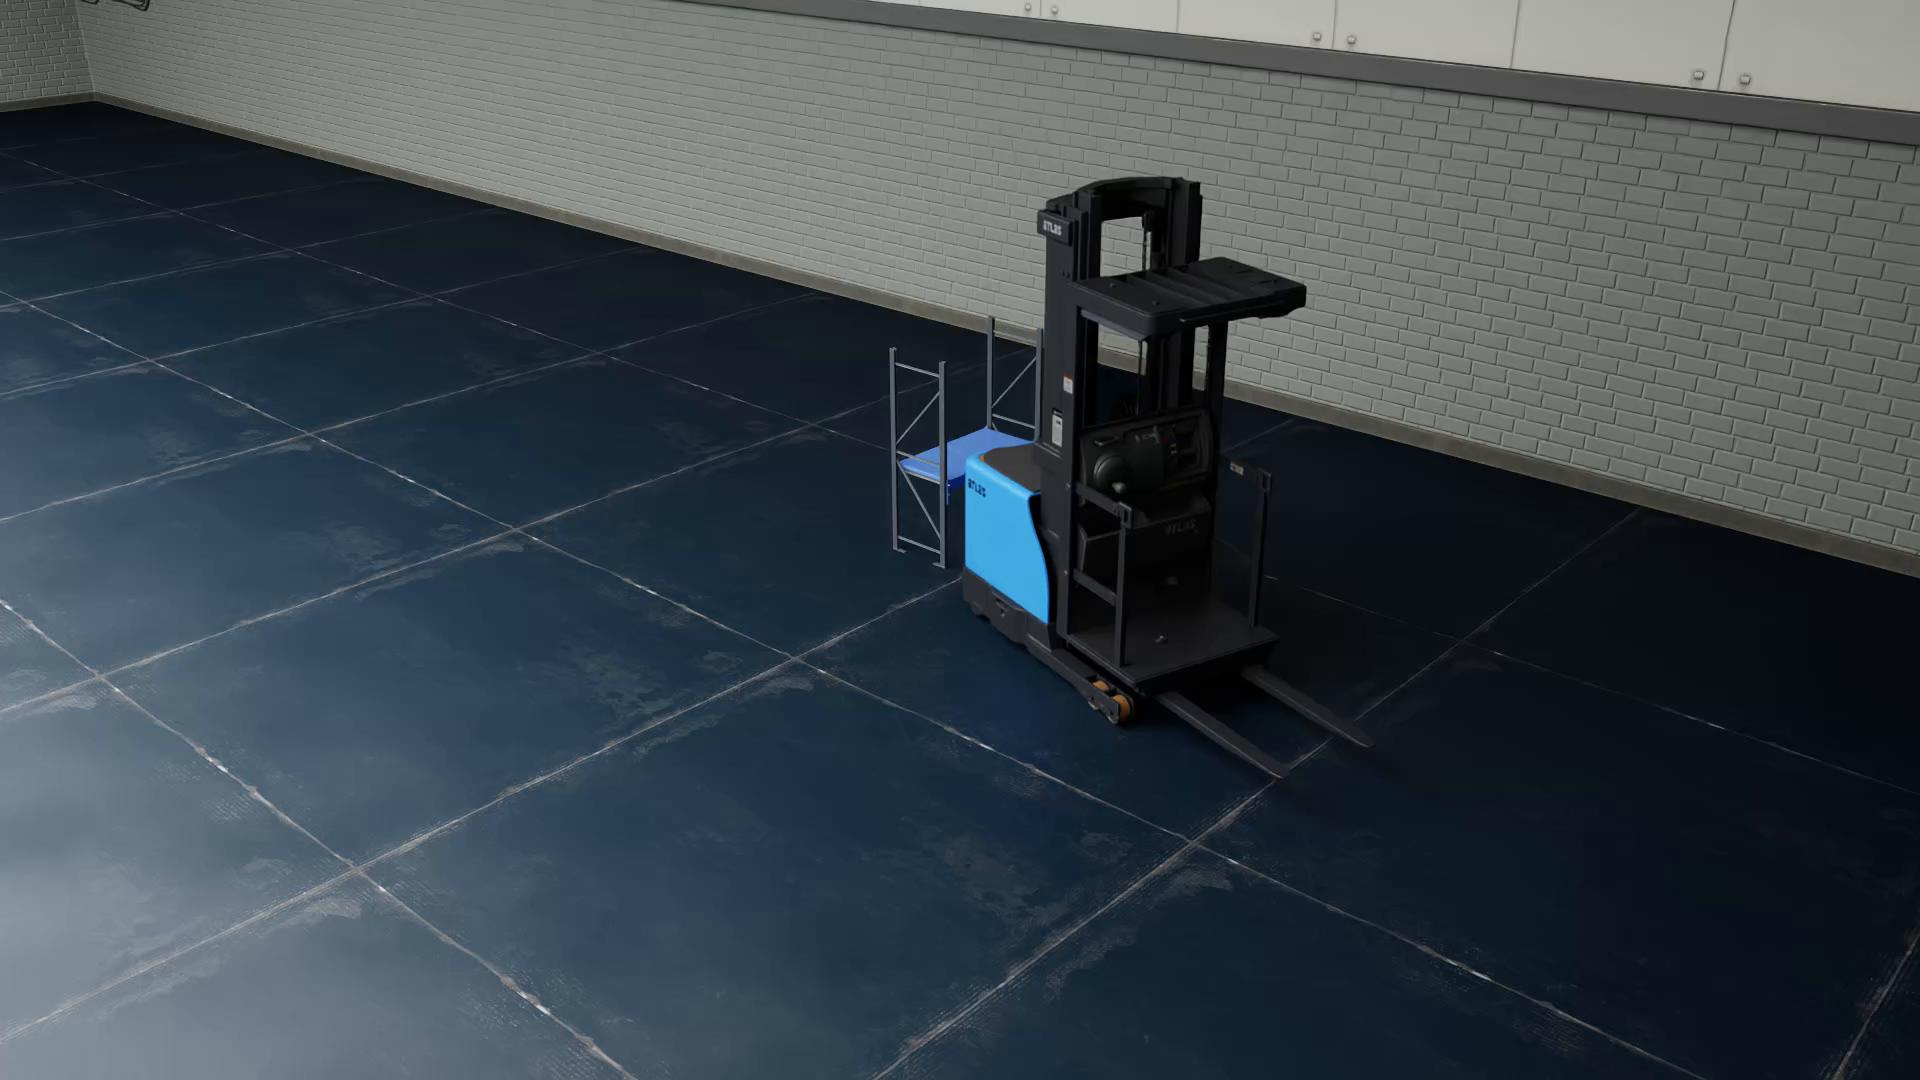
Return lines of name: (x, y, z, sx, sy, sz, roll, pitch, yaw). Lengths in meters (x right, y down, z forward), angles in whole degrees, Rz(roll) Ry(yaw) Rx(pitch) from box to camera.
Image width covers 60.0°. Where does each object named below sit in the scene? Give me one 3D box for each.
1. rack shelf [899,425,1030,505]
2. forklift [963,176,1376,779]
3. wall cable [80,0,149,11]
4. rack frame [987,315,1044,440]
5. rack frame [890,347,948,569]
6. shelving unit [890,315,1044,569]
rack shelf: (0.057, -0.546, 11.874, 0.538, 0.185, 1.000, 20, 31, 38)
forklift: (1.203, -0.485, 9.549, 1.130, 2.935, 3.031, -14, 28, -28)
wall cable: (-14.192, -10.039, 27.235, 3.097, 2.526, 0.112, 20, 31, 38)
rack frame: (0.396, -0.865, 12.146, 0.500, 1.500, 0.032, 20, 31, 38)
rack frame: (-0.282, -0.555, 11.455, 0.500, 1.500, 0.032, 20, 31, 38)
shelving unit: (0.057, -0.710, 11.800, 0.538, 1.500, 1.048, 20, 31, 38)
